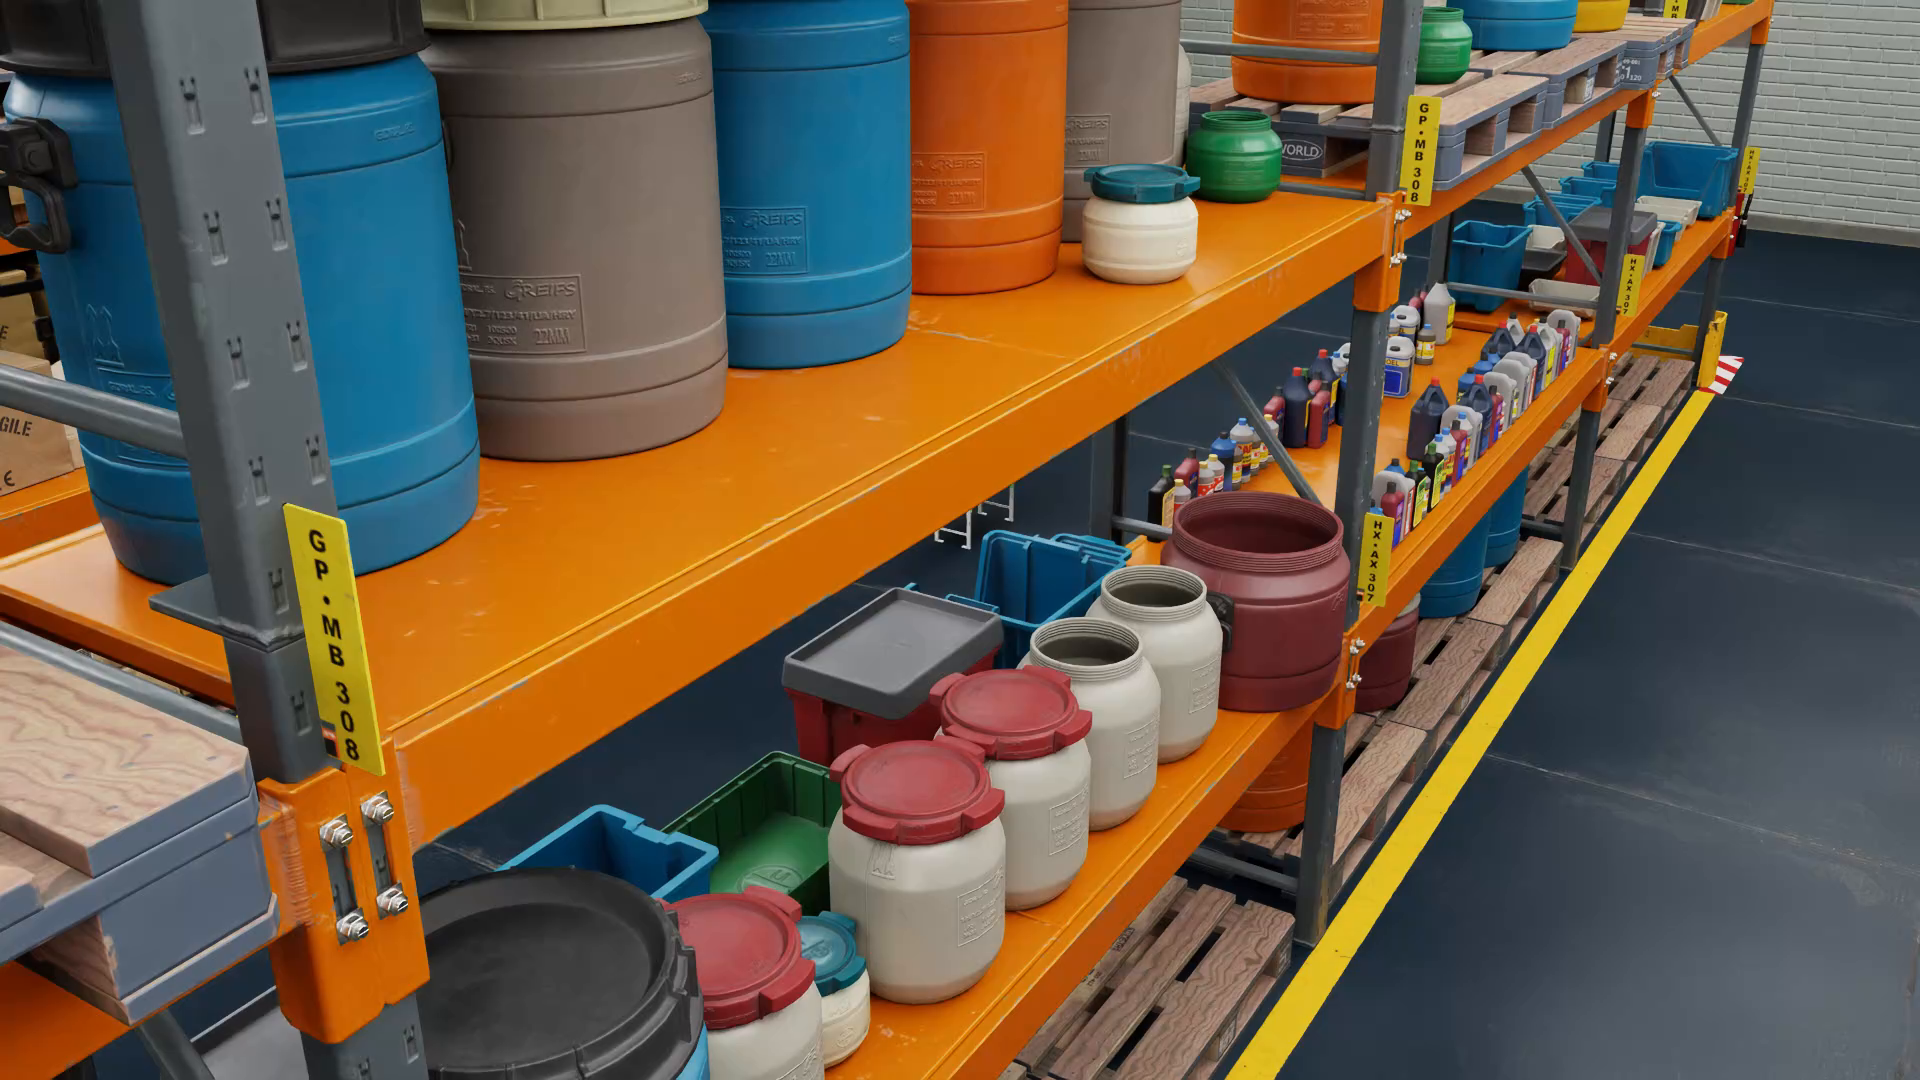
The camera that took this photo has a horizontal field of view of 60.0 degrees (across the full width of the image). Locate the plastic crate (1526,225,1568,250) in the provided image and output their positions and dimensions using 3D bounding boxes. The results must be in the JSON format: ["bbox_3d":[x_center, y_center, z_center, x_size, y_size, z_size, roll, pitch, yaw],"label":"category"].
[{"bbox_3d":[3.703,-1.877,10.567,0.293,0.136,0.466,14,27,29],"label":"plastic crate"}]

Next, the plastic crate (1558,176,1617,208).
[{"bbox_3d":[4.392,-2.384,11.617,0.416,0.233,0.300,14,27,29],"label":"plastic crate"}]

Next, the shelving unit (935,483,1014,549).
[{"bbox_3d":[0.087,-0.606,9.641,0.258,1.200,0.503,14,27,29],"label":"shelving unit"}]

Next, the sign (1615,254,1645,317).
[{"bbox_3d":[3.506,-1.331,8.701,0.100,0.325,0.005,14,27,29],"label":"sign"}]

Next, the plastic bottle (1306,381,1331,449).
[{"bbox_3d":[1.603,-0.560,7.415,0.061,0.283,0.133,14,27,29],"label":"plastic bottle"}]

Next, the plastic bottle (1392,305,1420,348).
[{"bbox_3d":[2.279,-1.063,8.586,0.152,0.276,0.135,14,27,29],"label":"plastic bottle"}]

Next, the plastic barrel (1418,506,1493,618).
[{"bbox_3d":[2.365,-0.131,8.389,0.600,0.901,0.708,14,27,29],"label":"plastic barrel"}]

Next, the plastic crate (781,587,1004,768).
[{"bbox_3d":[-0.183,0.482,4.780,0.402,0.464,0.583,14,27,29],"label":"plastic crate"}]

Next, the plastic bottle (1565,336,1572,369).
[{"bbox_3d":[3.068,-0.983,8.495,0.097,0.201,0.097,0,23,0],"label":"plastic bottle"}]

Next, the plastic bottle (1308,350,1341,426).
[{"bbox_3d":[1.671,-0.711,7.680,0.144,0.351,0.185,14,27,29],"label":"plastic bottle"}]

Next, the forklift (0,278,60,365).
[{"bbox_3d":[-5.235,-1.536,9.608,1.130,2.935,3.031,19,30,38],"label":"forklift"}]

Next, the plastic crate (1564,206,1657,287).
[{"bbox_3d":[3.724,-1.626,9.573,0.402,0.464,0.583,14,27,29],"label":"plastic crate"}]

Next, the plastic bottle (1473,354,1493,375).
[{"bbox_3d":[2.461,-0.741,7.848,0.097,0.271,0.097,0,23,0],"label":"plastic bottle"}]

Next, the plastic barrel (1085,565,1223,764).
[{"bbox_3d":[0.568,0.371,4.977,0.421,0.512,0.421,0,23,0],"label":"plastic barrel"}]

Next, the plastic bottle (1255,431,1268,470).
[{"bbox_3d":[1.287,-0.415,7.183,0.097,0.201,0.097,0,23,0],"label":"plastic bottle"}]

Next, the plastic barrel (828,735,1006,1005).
[{"bbox_3d":[-0.102,0.793,3.971,0.433,0.535,0.433,0,23,0],"label":"plastic barrel"}]

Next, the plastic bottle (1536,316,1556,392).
[{"bbox_3d":[2.833,-0.919,8.158,0.144,0.351,0.185,14,27,29],"label":"plastic bottle"}]

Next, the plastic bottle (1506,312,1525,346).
[{"bbox_3d":[2.710,-0.949,8.228,0.144,0.351,0.185,14,27,29],"label":"plastic bottle"}]

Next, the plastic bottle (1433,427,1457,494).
[{"bbox_3d":[2.004,-0.334,6.909,0.097,0.271,0.097,0,23,0],"label":"plastic bottle"}]

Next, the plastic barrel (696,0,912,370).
[{"bbox_3d":[-0.406,-0.885,3.612,0.600,0.901,0.708,14,27,29],"label":"plastic barrel"}]

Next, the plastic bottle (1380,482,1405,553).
[{"bbox_3d":[1.645,-0.096,6.343,0.061,0.283,0.133,14,27,29],"label":"plastic bottle"}]

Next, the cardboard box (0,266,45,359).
[{"bbox_3d":[-6.988,-1.473,11.554,0.750,0.750,0.750,13,27,28],"label":"cardboard box"}]

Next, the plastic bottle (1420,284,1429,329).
[{"bbox_3d":[2.484,-1.232,8.967,0.061,0.283,0.133,14,27,29],"label":"plastic bottle"}]

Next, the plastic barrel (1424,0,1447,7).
[{"bbox_3d":[1.737,-2.231,6.654,0.433,0.535,0.433,0,23,0],"label":"plastic barrel"}]

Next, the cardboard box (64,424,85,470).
[{"bbox_3d":[-3.901,-0.452,7.334,0.380,0.149,0.250,16,28,33],"label":"cardboard box"}]

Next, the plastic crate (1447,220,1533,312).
[{"bbox_3d":[2.996,-1.569,9.544,0.392,0.384,0.575,14,27,29],"label":"plastic crate"}]

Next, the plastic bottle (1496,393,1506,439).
[{"bbox_3d":[2.416,-0.566,7.532,0.097,0.201,0.097,0,23,0],"label":"plastic bottle"}]

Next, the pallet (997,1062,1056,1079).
[{"bbox_3d":[-0.156,1.973,4.926,1.003,0.211,1.213,14,27,29],"label":"pallet"}]

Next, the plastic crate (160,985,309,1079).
[{"bbox_3d":[-1.185,1.123,3.299,0.402,0.464,0.583,14,27,29],"label":"plastic crate"}]

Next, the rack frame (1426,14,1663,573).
[{"bbox_3d":[3.040,-1.320,9.023,1.000,3.000,0.127,14,27,29],"label":"rack frame"}]

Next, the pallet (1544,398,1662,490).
[{"bbox_3d":[4.037,-0.710,11.124,1.003,0.211,1.213,14,27,29],"label":"pallet"}]

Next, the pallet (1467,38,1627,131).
[{"bbox_3d":[2.113,-1.941,6.921,1.003,0.211,1.213,14,27,29],"label":"pallet"}]

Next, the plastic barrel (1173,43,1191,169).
[{"bbox_3d":[0.505,-1.357,5.193,0.421,0.512,0.421,0,23,0],"label":"plastic barrel"}]

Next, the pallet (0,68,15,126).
[{"bbox_3d":[-4.146,-1.673,6.301,1.003,0.211,1.213,15,28,31],"label":"pallet"}]

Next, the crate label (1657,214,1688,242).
[{"bbox_3d":[4.582,-2.069,11.011,0.396,0.136,0.243,14,27,29],"label":"crate label"}]

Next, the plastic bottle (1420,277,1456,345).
[{"bbox_3d":[2.557,-1.233,8.884,0.144,0.351,0.185,14,27,29],"label":"plastic bottle"}]

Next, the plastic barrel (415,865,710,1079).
[{"bbox_3d":[-0.719,1.083,2.841,0.600,0.901,0.708,14,27,29],"label":"plastic barrel"}]

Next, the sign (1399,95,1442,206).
[{"bbox_3d":[1.401,-1.186,5.069,0.100,0.325,0.005,14,27,29],"label":"sign"}]

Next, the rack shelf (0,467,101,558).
[{"bbox_3d":[-4.332,-0.004,6.889,1.077,0.370,4.000,14,27,29],"label":"rack shelf"}]

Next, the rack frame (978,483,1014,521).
[{"bbox_3d":[0.216,-0.689,9.831,0.240,1.200,0.015,14,27,29],"label":"rack frame"}]

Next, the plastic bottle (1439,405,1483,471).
[{"bbox_3d":[2.164,-0.459,7.192,0.152,0.276,0.135,14,27,29],"label":"plastic bottle"}]

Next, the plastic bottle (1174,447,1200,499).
[{"bbox_3d":[0.902,-0.220,6.630,0.061,0.283,0.133,14,27,29],"label":"plastic bottle"}]

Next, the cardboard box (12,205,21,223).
[{"bbox_3d":[-6.736,-2.268,11.505,0.380,0.149,0.250,14,27,28],"label":"cardboard box"}]

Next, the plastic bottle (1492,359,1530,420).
[{"bbox_3d":[2.577,-0.723,7.801,0.152,0.276,0.135,14,27,29],"label":"plastic bottle"}]

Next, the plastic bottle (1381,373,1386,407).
[{"bbox_3d":[1.977,-0.742,7.938,0.097,0.201,0.097,0,23,0],"label":"plastic bottle"}]

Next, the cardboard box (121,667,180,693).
[{"bbox_3d":[-3.884,0.632,7.446,0.500,0.250,0.500,15,27,30],"label":"cardboard box"}]

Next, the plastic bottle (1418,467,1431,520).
[{"bbox_3d":[1.831,-0.192,6.667,0.097,0.201,0.097,0,23,0],"label":"plastic bottle"}]

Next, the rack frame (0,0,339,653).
[{"bbox_3d":[-1.180,-1.373,1.594,1.000,3.000,0.127,14,27,29],"label":"rack frame"}]

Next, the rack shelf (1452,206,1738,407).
[{"bbox_3d":[4.095,-1.665,10.726,1.077,0.370,4.000,14,27,29],"label":"rack shelf"}]

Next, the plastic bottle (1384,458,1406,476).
[{"bbox_3d":[1.709,-0.191,6.579,0.097,0.271,0.097,0,23,0],"label":"plastic bottle"}]

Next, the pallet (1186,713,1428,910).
[{"bbox_3d":[1.310,1.035,7.094,1.003,0.211,1.213,14,27,29],"label":"pallet"}]

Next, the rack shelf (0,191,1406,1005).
[{"bbox_3d":[-0.125,-0.341,3.893,1.077,0.370,4.000,14,27,29],"label":"rack shelf"}]

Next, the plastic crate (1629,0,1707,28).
[{"bbox_3d":[3.928,-2.998,9.289,0.497,0.269,0.590,14,27,29],"label":"plastic crate"}]

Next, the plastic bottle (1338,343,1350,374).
[{"bbox_3d":[1.861,-0.796,7.969,0.152,0.276,0.135,14,27,29],"label":"plastic bottle"}]

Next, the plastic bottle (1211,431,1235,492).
[{"bbox_3d":[1.081,-0.316,6.865,0.097,0.271,0.097,0,23,0],"label":"plastic bottle"}]

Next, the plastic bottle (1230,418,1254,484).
[{"bbox_3d":[1.184,-0.381,7.017,0.097,0.271,0.097,0,23,0],"label":"plastic bottle"}]

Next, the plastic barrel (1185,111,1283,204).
[{"bbox_3d":[0.843,-1.181,5.122,0.294,0.245,0.294,0,23,0],"label":"plastic barrel"}]
